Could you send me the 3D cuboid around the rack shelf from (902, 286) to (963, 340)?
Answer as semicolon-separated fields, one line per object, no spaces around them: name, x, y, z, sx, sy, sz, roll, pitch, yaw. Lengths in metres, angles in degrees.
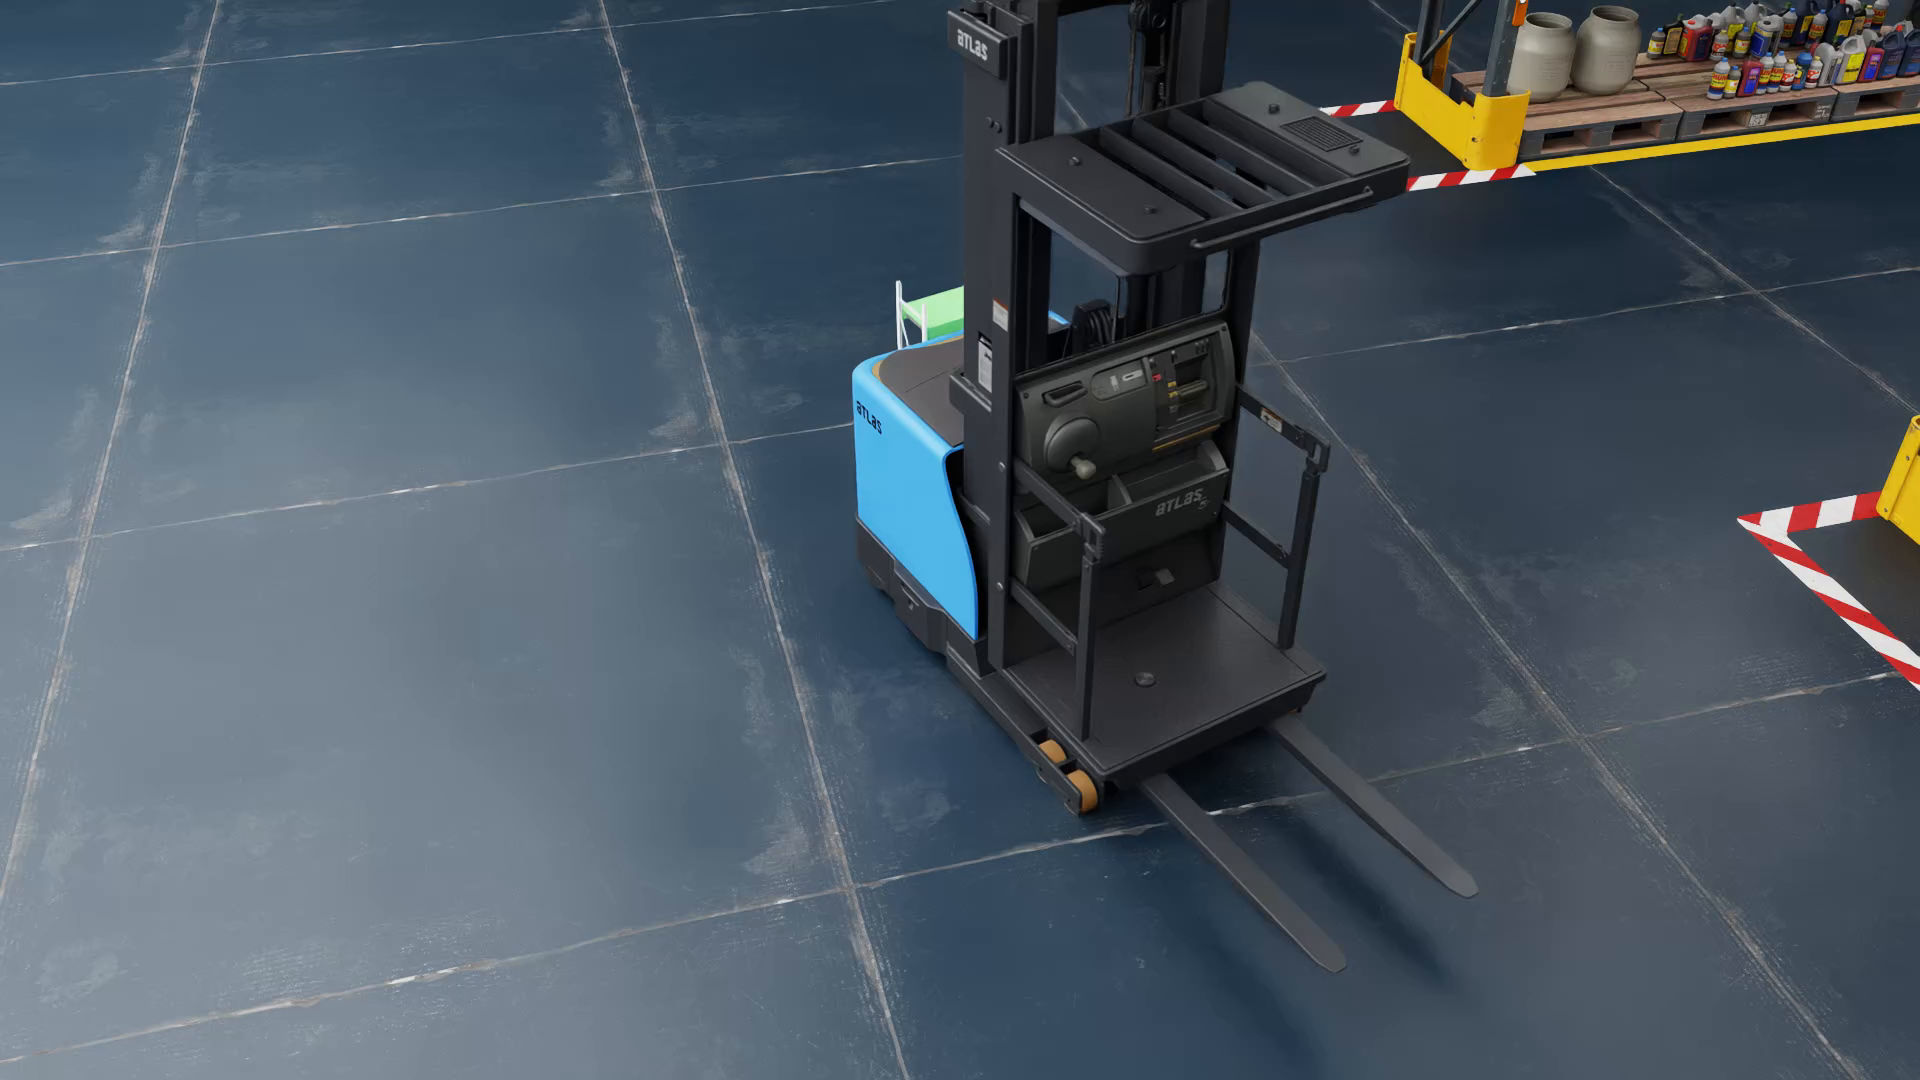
rack shelf;-0.001;-0.997;7.380;0.480;0.148;0.258;-20;42;-25

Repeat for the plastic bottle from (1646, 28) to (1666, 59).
plastic bottle;4.969;-3.546;11.858;0.097;0.201;0.097;0;37;0

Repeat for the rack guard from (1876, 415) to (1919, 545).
rack guard;4.675;-0.049;7.402;0.348;0.500;1.175;-9;38;-12

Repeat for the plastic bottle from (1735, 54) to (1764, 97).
plastic bottle;5.365;-3.160;11.286;0.133;0.283;0.061;-9;38;-11

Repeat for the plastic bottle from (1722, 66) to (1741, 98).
plastic bottle;5.242;-3.119;11.299;0.097;0.201;0.097;0;37;0

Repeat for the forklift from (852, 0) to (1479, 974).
forklift;0.731;-0.441;5.914;1.130;2.935;3.031;-20;42;-25

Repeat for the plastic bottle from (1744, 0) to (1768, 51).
plastic bottle;5.692;-3.709;11.948;0.185;0.351;0.144;-10;38;-12

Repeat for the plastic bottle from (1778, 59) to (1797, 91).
plastic bottle;5.665;-3.188;11.390;0.097;0.201;0.097;0;37;0

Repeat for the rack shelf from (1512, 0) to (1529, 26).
rack shelf;5.241;-3.966;11.057;4.000;0.370;1.077;-9;38;-12

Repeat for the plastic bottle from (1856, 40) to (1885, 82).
plastic bottle;6.294;-3.312;11.485;0.133;0.283;0.061;-7;38;-9

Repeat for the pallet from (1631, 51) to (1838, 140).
pallet;5.333;-3.183;11.738;1.213;0.211;1.003;-9;38;-12

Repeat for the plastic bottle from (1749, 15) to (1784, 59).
plastic bottle;5.755;-3.597;11.862;0.135;0.276;0.152;-9;38;-12

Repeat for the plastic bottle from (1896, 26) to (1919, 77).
plastic bottle;6.626;-3.420;11.570;0.185;0.351;0.144;-10;39;-13

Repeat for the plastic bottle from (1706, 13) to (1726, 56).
plastic bottle;5.354;-3.621;11.895;0.135;0.276;0.152;-10;39;-13

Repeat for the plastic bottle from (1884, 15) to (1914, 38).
plastic bottle;6.588;-3.504;11.680;0.185;0.351;0.144;-9;38;-12

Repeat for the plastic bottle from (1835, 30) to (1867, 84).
plastic bottle;6.129;-3.338;11.463;0.185;0.351;0.144;-10;38;-12

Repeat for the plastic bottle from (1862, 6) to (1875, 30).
plastic bottle;6.652;-3.822;12.219;0.097;0.201;0.097;0;37;0

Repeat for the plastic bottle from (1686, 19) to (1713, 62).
plastic bottle;5.248;-3.540;11.783;0.133;0.283;0.061;-9;38;-12

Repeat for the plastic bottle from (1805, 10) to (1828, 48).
plastic bottle;6.176;-3.681;11.977;0.097;0.271;0.097;0;37;0

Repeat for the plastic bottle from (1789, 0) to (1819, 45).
plastic bottle;6.103;-3.777;12.036;0.185;0.351;0.144;-11;39;-14

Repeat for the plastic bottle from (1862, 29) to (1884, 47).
plastic bottle;6.377;-3.443;11.661;0.135;0.276;0.152;-9;38;-12

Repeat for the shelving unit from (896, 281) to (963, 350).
shelving unit;-0.001;-0.666;7.633;0.503;1.200;0.258;-20;42;-25

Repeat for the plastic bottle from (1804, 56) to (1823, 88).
plastic bottle;5.864;-3.221;11.433;0.097;0.201;0.097;0;37;0

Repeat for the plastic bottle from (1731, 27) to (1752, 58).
plastic bottle;5.586;-3.557;11.871;0.097;0.201;0.097;0;37;0

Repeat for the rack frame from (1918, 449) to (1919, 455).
rack frame;4.602;-1.029;6.627;0.127;3.000;1.000;-9;38;-12

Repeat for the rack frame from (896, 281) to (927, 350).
rack frame;-0.209;-0.588;7.531;0.015;1.200;0.240;-20;42;-25

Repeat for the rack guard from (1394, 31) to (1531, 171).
rack guard;3.372;-2.981;11.236;0.348;0.500;1.175;-9;38;-12

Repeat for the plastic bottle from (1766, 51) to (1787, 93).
plastic bottle;5.570;-3.200;11.348;0.097;0.271;0.097;0;37;0

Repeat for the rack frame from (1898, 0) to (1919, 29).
rack frame;7.172;-4.568;11.253;0.127;3.000;1.000;-9;38;-12

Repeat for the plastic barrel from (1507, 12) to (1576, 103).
plastic barrel;3.926;-3.262;11.248;0.421;0.512;0.421;0;37;0

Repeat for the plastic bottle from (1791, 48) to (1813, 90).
plastic bottle;5.765;-3.232;11.390;0.097;0.271;0.097;0;37;0

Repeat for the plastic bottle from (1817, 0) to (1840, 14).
plastic bottle;6.285;-3.806;12.075;0.185;0.351;0.144;-8;38;-11

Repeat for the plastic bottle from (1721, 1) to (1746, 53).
plastic bottle;5.513;-3.680;11.910;0.185;0.351;0.144;-8;38;-10

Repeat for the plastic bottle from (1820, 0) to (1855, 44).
plastic bottle;6.322;-3.722;11.965;0.185;0.351;0.144;-9;38;-12

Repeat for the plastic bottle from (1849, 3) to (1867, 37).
plastic bottle;6.474;-3.741;12.045;0.133;0.283;0.061;-9;38;-12

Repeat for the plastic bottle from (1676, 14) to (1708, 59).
plastic bottle;5.220;-3.599;11.866;0.135;0.276;0.152;-9;38;-12

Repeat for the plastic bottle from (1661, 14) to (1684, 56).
plastic bottle;5.077;-3.608;11.871;0.133;0.283;0.061;-8;38;-11

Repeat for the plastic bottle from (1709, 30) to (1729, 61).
plastic bottle;5.404;-3.522;11.826;0.097;0.201;0.097;0;37;0

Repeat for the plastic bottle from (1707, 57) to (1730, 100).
plastic bottle;5.142;-3.130;11.257;0.097;0.271;0.097;0;37;0

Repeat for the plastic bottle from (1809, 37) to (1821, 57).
plastic bottle;5.942;-3.350;11.535;0.133;0.283;0.061;-9;38;-12

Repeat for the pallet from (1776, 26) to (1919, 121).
pallet;6.513;-3.379;11.993;1.213;0.211;1.003;-9;38;-12

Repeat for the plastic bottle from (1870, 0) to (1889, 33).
plastic bottle;6.750;-3.866;12.219;0.097;0.271;0.097;0;37;0

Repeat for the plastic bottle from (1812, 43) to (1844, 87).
plastic bottle;5.971;-3.285;11.455;0.135;0.276;0.152;-9;38;-11

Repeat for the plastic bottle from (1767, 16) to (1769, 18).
plastic bottle;5.823;-3.686;12.041;0.097;0.201;0.097;0;37;0

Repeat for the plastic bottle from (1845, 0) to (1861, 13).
plastic bottle;6.445;-3.801;12.129;0.135;0.276;0.152;-8;38;-10

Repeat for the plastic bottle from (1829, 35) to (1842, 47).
plastic bottle;6.077;-3.368;11.557;0.133;0.283;0.061;-9;38;-12

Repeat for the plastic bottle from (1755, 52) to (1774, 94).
plastic bottle;5.473;-3.184;11.328;0.097;0.271;0.097;0;37;0

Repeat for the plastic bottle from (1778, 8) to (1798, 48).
plastic bottle;5.970;-3.700;12.001;0.097;0.271;0.097;0;37;0

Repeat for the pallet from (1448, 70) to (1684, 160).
pallet;4.157;-2.992;11.488;1.213;0.211;1.003;-9;38;-12

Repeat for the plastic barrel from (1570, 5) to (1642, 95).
plastic barrel;4.410;-3.342;11.352;0.421;0.512;0.421;0;37;0

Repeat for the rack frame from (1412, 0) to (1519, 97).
rack frame;3.311;-3.935;10.425;0.127;3.000;1.000;-9;38;-12

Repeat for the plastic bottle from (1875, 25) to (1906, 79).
plastic bottle;6.440;-3.389;11.530;0.185;0.351;0.144;-11;39;-14

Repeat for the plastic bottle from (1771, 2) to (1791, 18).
plastic bottle;5.932;-3.748;12.054;0.133;0.283;0.061;-8;38;-10
